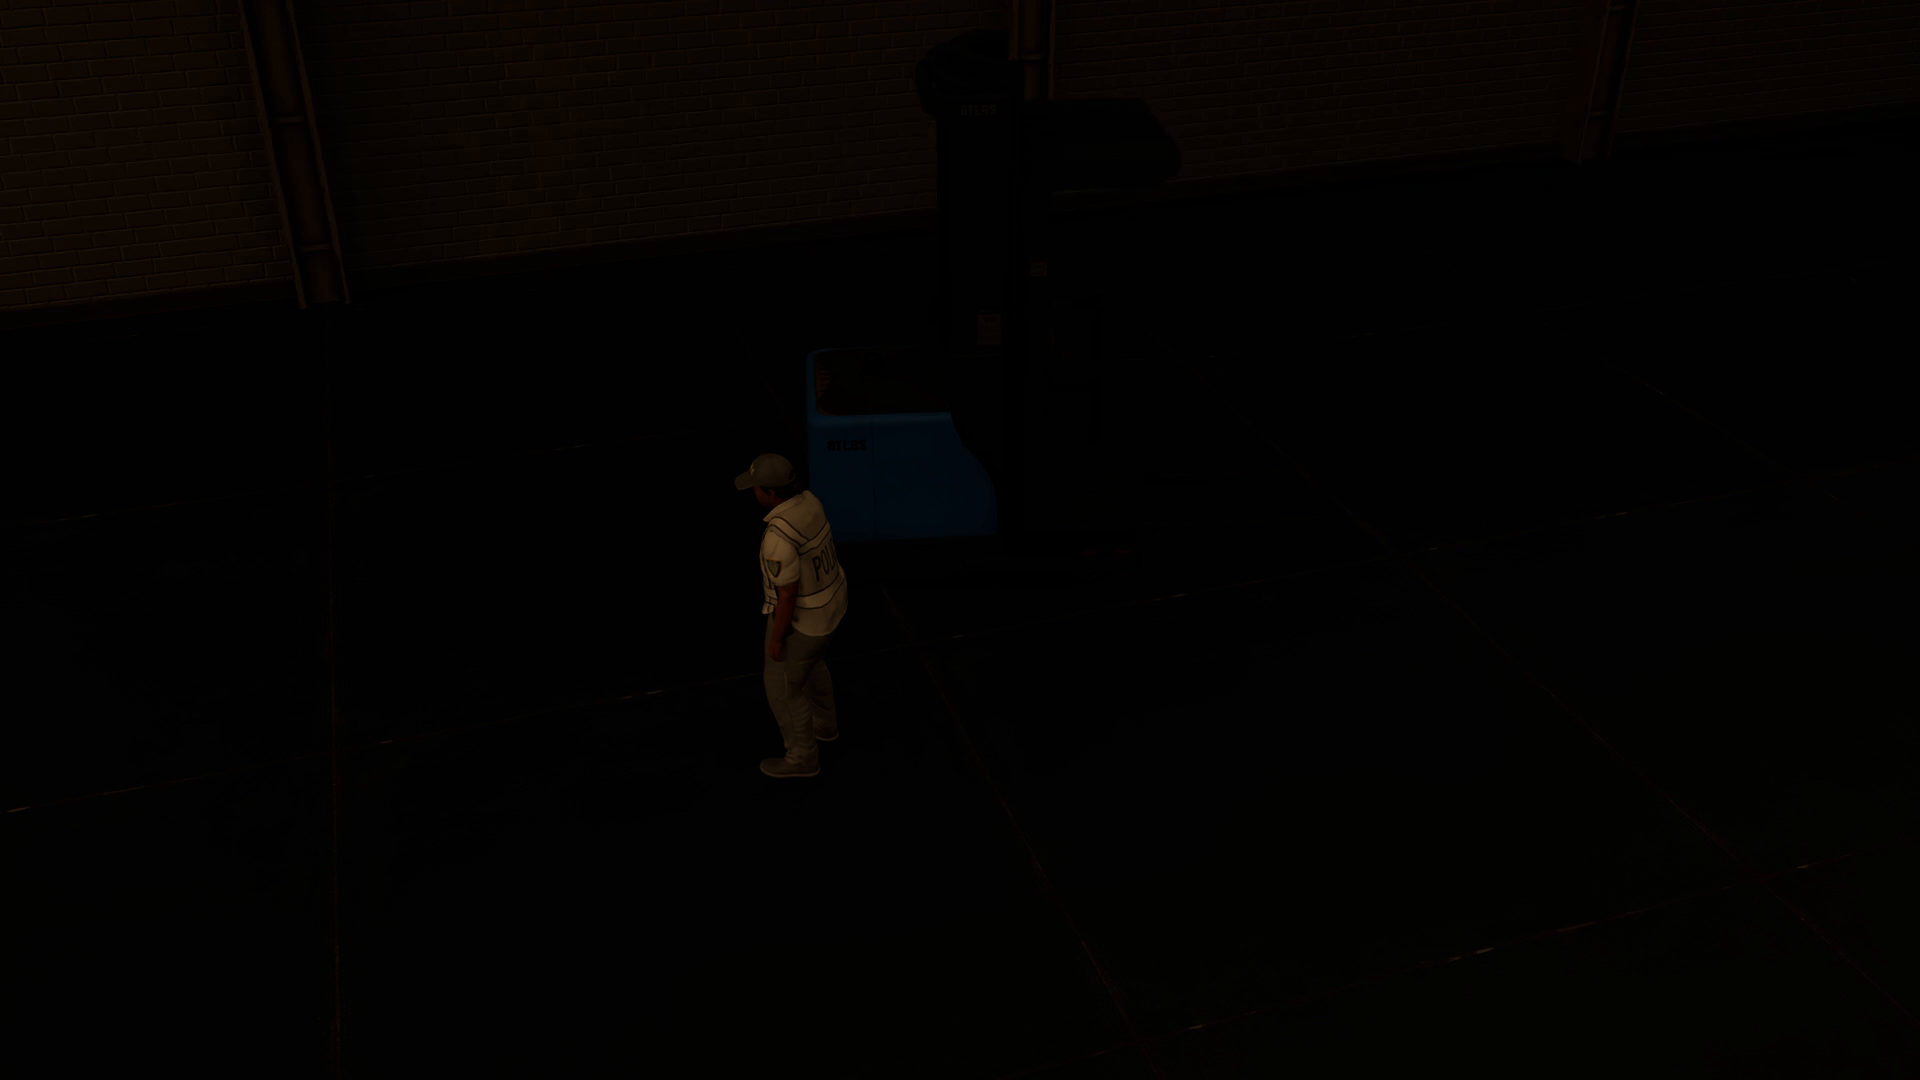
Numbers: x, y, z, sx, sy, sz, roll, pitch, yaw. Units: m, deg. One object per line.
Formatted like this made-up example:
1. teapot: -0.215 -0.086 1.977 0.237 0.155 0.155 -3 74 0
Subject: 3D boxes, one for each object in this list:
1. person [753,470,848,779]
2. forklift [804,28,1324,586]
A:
1. person: -0.743 0.403 7.791 0.405 1.533 0.542 8 31 14
2. forklift: 0.614 -1.305 9.356 3.031 2.935 1.130 -3 30 -5
